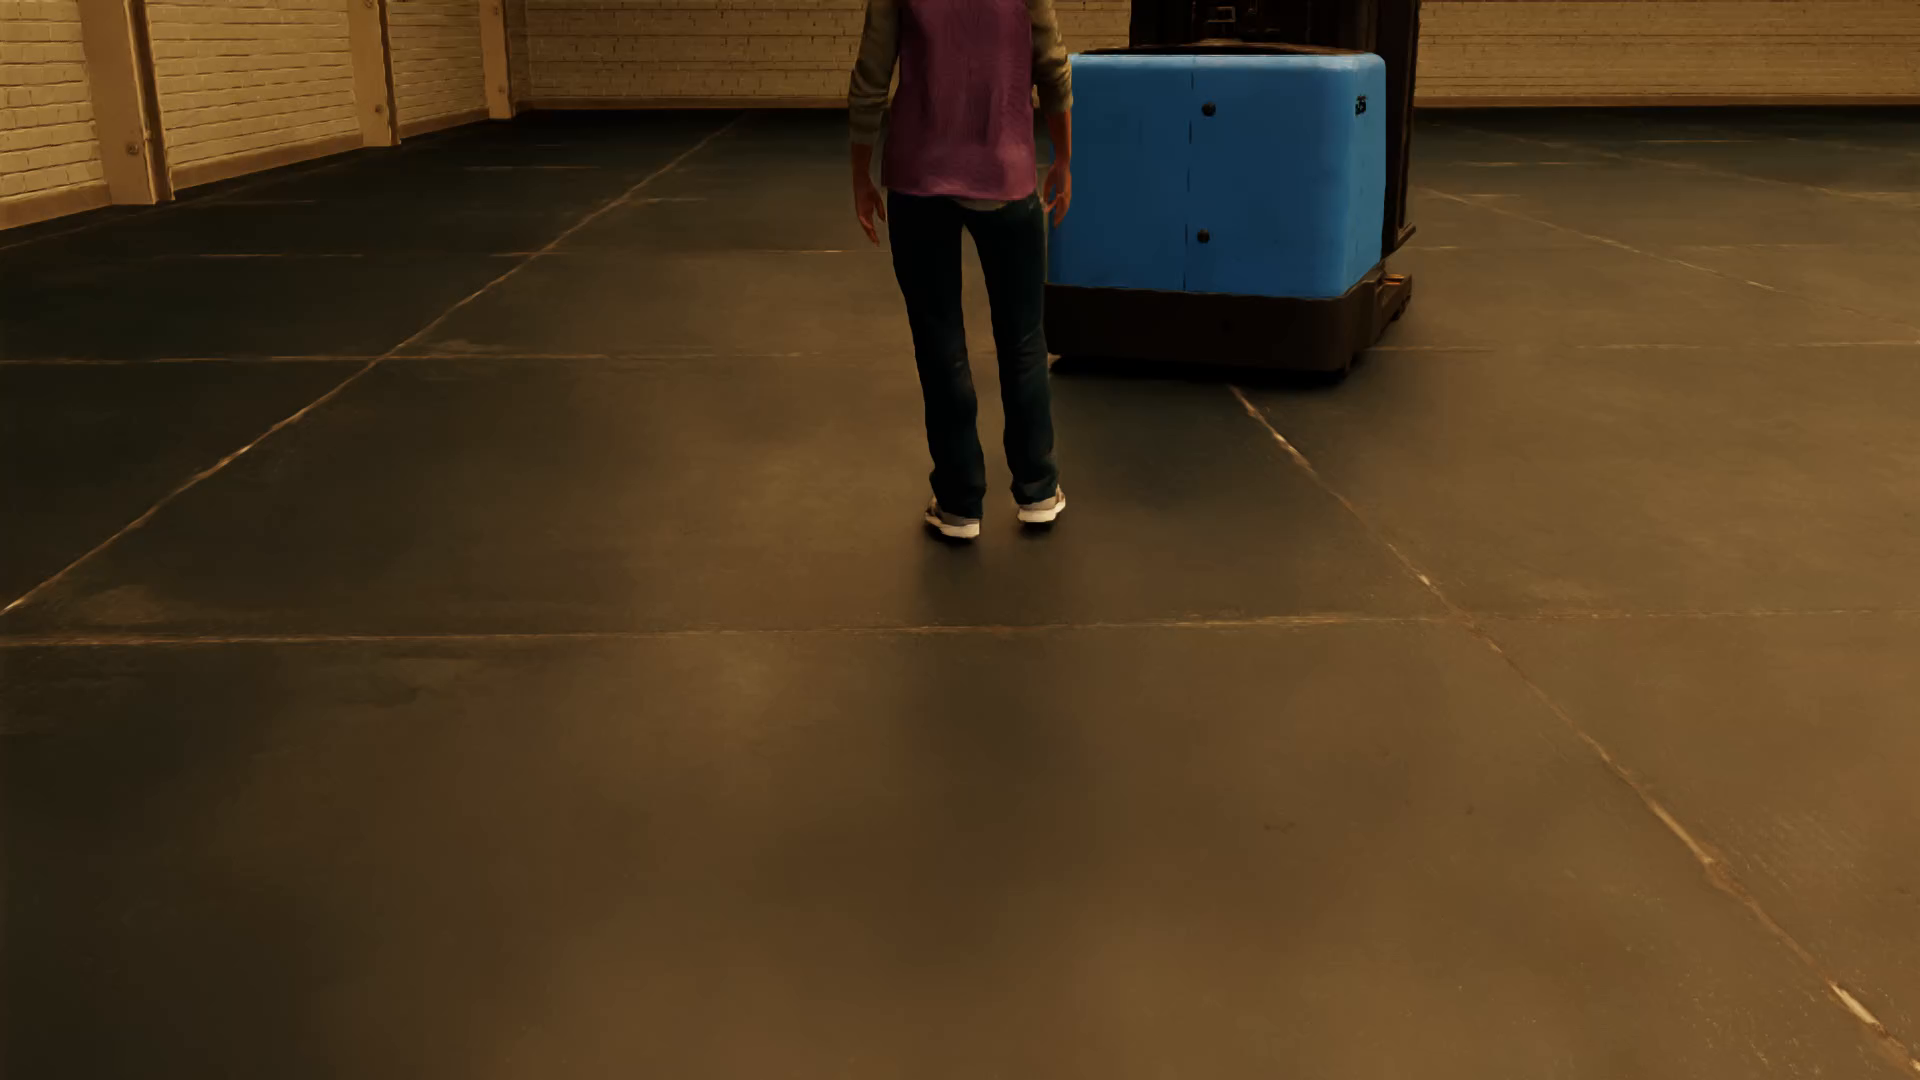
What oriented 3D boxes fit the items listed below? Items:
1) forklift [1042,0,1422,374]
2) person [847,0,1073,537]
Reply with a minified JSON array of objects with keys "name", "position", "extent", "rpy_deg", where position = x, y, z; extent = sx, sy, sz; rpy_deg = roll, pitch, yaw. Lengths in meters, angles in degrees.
[{"name":"forklift","position":[1.289,-2.350,6.589],"extent":[1.130,2.935,3.031],"rpy_deg":[6,18,20]},{"name":"person","position":[0.010,-0.792,3.754],"extent":[0.520,1.597,0.474],"rpy_deg":[-1,17,-3]}]
